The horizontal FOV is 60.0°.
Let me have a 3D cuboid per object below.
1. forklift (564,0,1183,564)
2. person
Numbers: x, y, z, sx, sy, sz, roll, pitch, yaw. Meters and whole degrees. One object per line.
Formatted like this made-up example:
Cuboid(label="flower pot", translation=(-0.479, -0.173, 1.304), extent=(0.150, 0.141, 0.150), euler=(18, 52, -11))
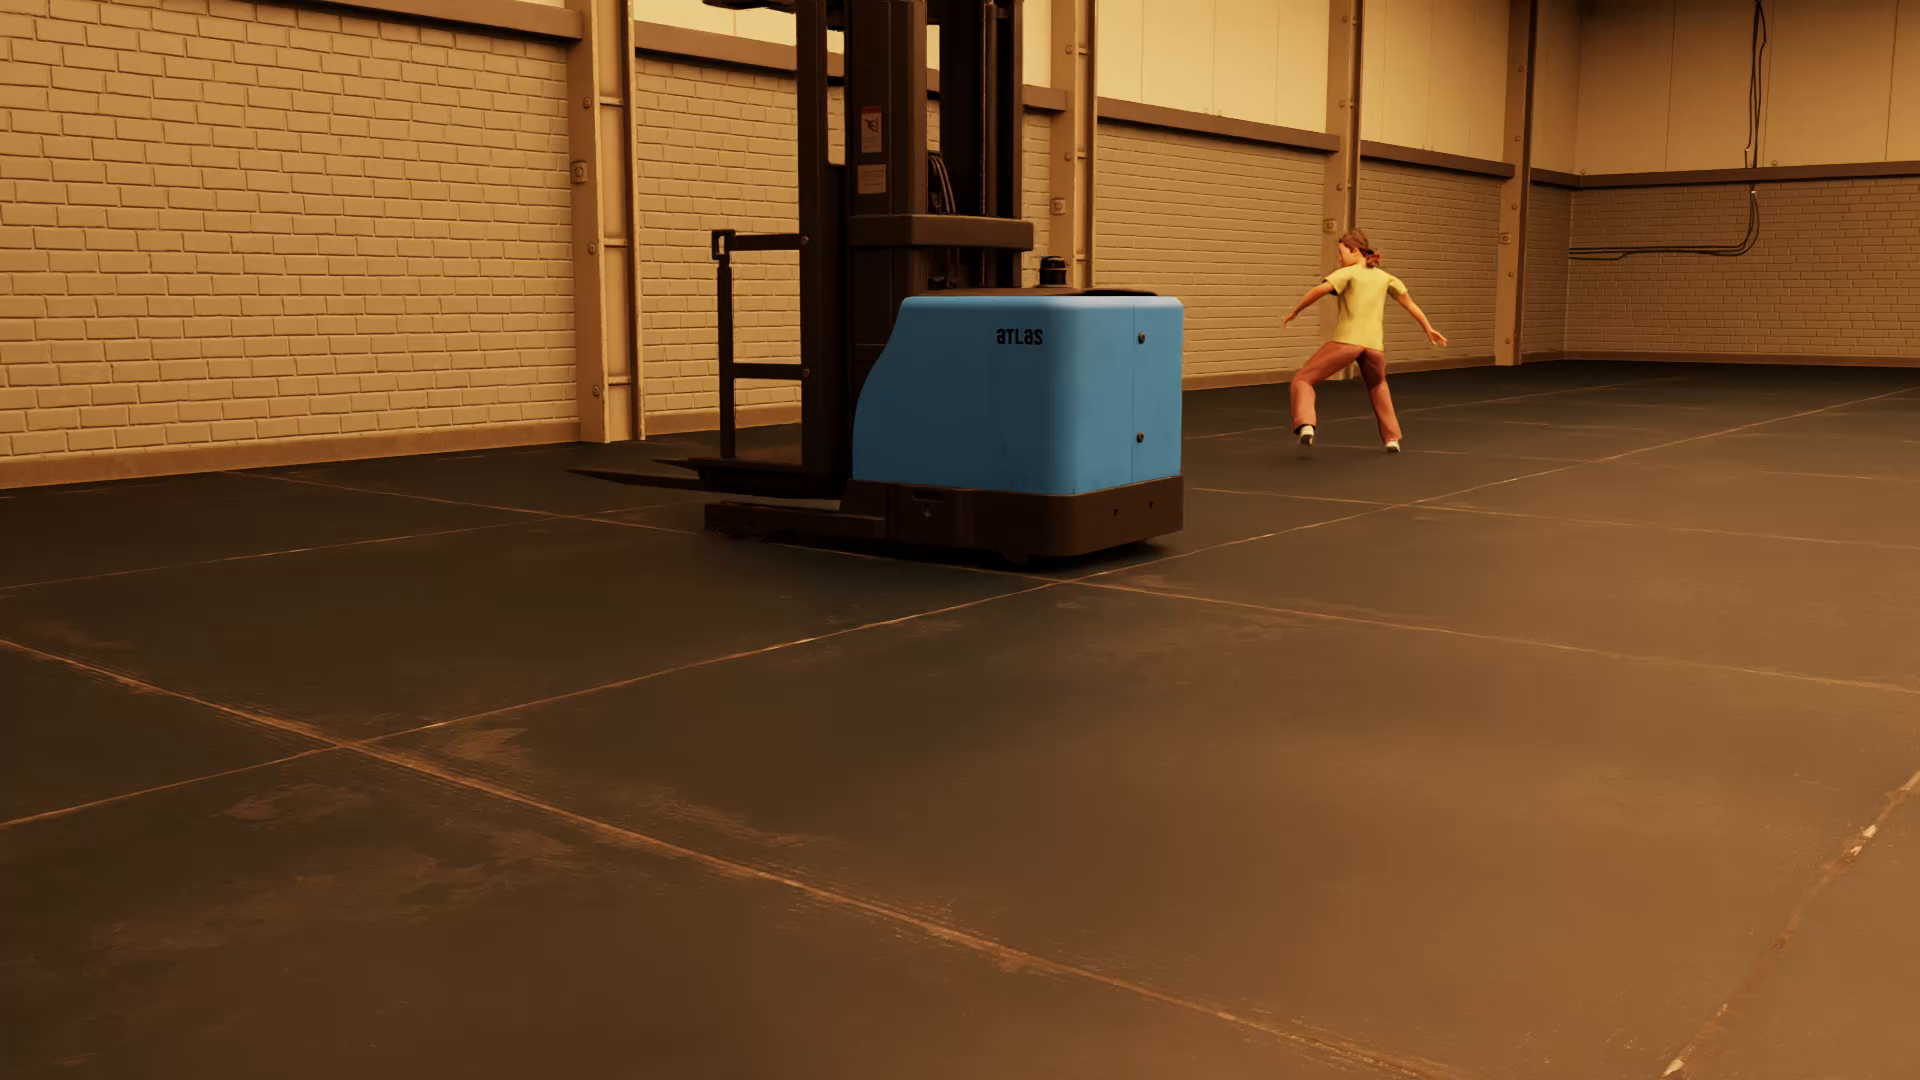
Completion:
Cuboid(label="forklift", translation=(-0.534, -1.495, 7.497), extent=(3.031, 2.935, 1.130), euler=(6, 10, 34))
Cuboid(label="person", translation=(2.737, -1.309, 11.348), extent=(1.096, 1.581, 0.541), euler=(-2, 9, -15))
